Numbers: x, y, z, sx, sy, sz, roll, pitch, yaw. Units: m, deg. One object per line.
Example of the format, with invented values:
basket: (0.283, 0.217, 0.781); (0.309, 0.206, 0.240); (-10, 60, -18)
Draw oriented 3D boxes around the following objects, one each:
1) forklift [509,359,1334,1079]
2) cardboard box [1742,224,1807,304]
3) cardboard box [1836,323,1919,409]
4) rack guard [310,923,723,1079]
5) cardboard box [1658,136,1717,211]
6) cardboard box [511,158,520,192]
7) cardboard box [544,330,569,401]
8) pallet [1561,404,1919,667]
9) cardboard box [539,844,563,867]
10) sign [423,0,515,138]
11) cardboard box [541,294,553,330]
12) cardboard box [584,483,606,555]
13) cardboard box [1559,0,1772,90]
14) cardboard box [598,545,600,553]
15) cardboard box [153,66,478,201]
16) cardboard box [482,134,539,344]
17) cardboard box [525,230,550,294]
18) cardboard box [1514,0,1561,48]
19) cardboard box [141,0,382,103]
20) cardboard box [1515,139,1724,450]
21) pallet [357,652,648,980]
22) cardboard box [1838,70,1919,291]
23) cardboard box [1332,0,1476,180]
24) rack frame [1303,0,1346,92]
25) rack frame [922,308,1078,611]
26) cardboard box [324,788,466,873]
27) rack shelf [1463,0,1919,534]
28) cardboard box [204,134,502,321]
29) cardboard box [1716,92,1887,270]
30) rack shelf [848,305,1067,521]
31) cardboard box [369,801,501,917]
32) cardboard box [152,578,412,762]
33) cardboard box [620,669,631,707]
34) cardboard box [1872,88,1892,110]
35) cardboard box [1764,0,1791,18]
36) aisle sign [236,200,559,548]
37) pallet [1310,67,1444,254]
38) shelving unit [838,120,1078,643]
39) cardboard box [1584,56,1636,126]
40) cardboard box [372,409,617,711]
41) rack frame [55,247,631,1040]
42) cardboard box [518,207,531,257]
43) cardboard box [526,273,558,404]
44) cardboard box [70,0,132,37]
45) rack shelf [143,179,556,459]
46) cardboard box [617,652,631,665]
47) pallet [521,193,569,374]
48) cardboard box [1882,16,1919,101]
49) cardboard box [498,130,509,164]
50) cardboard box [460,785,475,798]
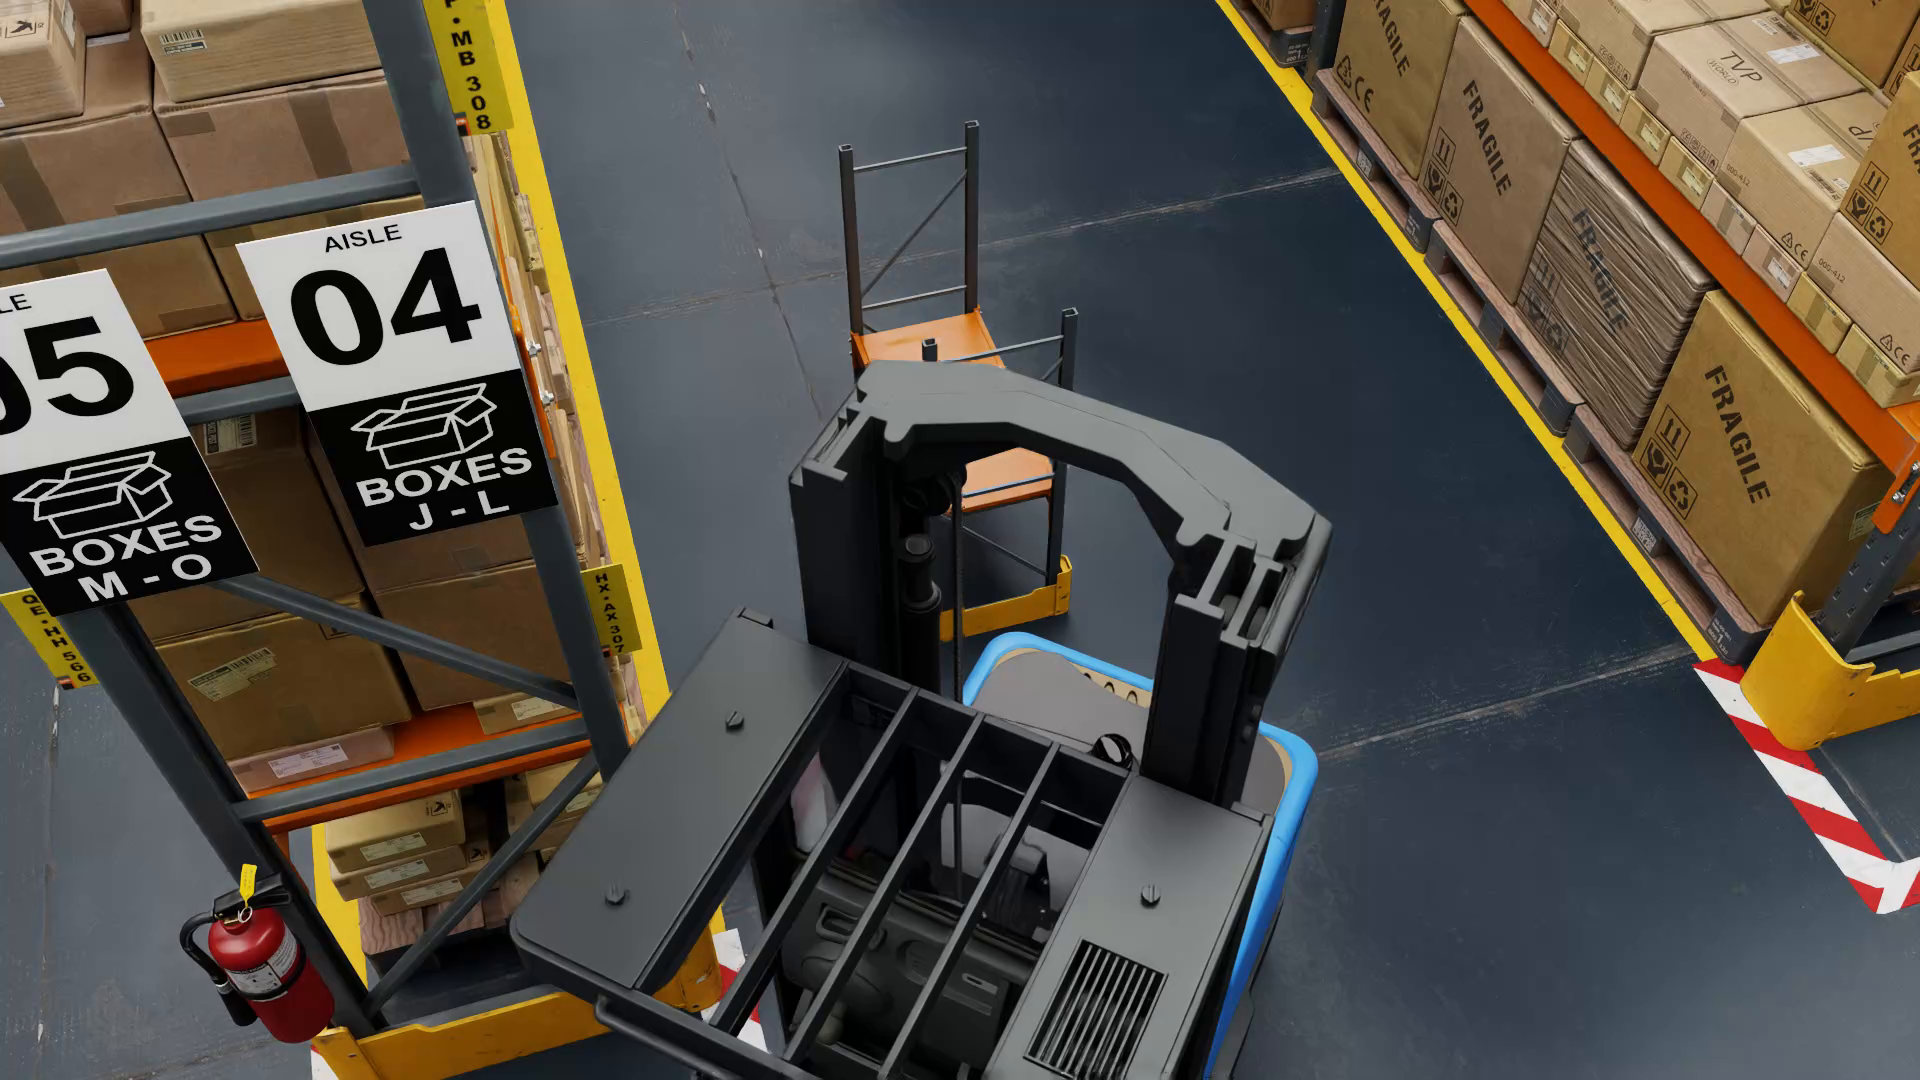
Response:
forklift: (-0.073, 1.173, 3.633); (1.130, 2.935, 3.031); (20, 53, 16)
cardboard box: (2.866, -0.957, 5.549); (0.380, 0.149, 0.250); (-13, 51, -11)
cardboard box: (3.018, -0.583, 5.234); (0.380, 0.149, 0.250); (-12, 51, -10)
rack guard: (-1.352, 1.319, 5.100); (1.175, 0.500, 0.348); (-13, 51, -11)
cardboard box: (2.715, -1.329, 5.862); (0.380, 0.149, 0.250); (-14, 51, -12)
cardboard box: (-2.116, -1.506, 7.243); (0.380, 0.149, 0.250); (-12, 51, -10)
cardboard box: (-1.703, -0.624, 6.304); (0.380, 0.149, 0.250); (-15, 51, -12)
pallet: (3.127, -0.146, 6.525); (1.003, 0.211, 1.213); (-13, 51, -11)
cardboard box: (-1.179, 0.898, 5.411); (0.380, 0.149, 0.250); (-12, 51, -10)
sign: (-0.812, -0.802, 2.720); (0.100, 0.325, 0.005); (-13, 51, -11)
cardboard box: (-1.935, -0.972, 6.987); (0.380, 0.149, 0.250); (-15, 51, -12)
cardboard box: (-1.543, -0.033, 6.195); (0.380, 0.149, 0.250); (-16, 52, -13)
cardboard box: (2.583, -1.942, 6.118); (0.500, 0.250, 0.500); (-13, 51, -11)
cardboard box: (-1.256, -0.046, 4.781); (0.380, 0.149, 0.250); (-15, 51, -12)
cardboard box: (-1.214, -0.897, 3.143); (0.500, 0.250, 0.500); (-13, 51, -10)
cardboard box: (-1.364, -0.636, 4.200); (0.500, 0.500, 0.500); (-12, 51, -10)
cardboard box: (-1.928, -1.120, 6.917); (0.380, 0.149, 0.250); (-15, 51, -12)
cardboard box: (2.409, -2.081, 6.497); (0.380, 0.149, 0.250); (-13, 51, -11)
cardboard box: (-1.208, -0.927, 2.908); (0.380, 0.149, 0.250); (-14, 51, -11)
cardboard box: (2.903, -1.043, 6.572); (0.875, 0.875, 0.875); (-13, 51, -11)
pallet: (-1.559, 0.811, 5.718); (1.003, 0.211, 1.213); (-13, 51, -11)
cardboard box: (3.043, -1.064, 4.888); (0.500, 0.500, 0.500); (-13, 51, -11)
cardboard box: (2.374, -2.350, 7.674); (0.875, 0.875, 0.875); (-13, 51, -11)
rack frame: (2.255, -3.400, 7.444); (1.000, 3.000, 0.127); (-13, 51, -11)
rack frame: (0.125, -0.174, 5.706); (0.500, 1.500, 0.032); (-13, 51, -11)
cardboard box: (-1.728, 0.832, 5.078); (0.380, 0.149, 0.250); (-13, 51, -11)
rack shelf: (2.847, -1.707, 6.488); (1.077, 0.370, 4.000); (-13, 51, -11)
cardboard box: (-1.218, -0.735, 3.334); (0.500, 0.250, 0.500); (-12, 51, -10)
cardboard box: (2.892, -1.191, 5.485); (0.500, 0.250, 0.500); (-14, 51, -12)
rack shelf: (-0.025, -0.430, 6.156); (0.538, 0.185, 1.000); (-13, 51, -11)
cardboard box: (-1.685, 1.015, 5.312); (0.380, 0.149, 0.250); (-13, 51, -10)
cardboard box: (-1.709, 0.171, 4.174); (0.500, 0.500, 0.500); (-12, 51, -10)
cardboard box: (-1.267, 0.603, 5.465); (0.380, 0.149, 0.250); (-14, 51, -11)
cardboard box: (3.394, -1.316, 5.591); (0.500, 0.250, 0.500); (-14, 51, -11)
cardboard box: (3.090, -2.063, 6.221); (0.500, 0.250, 0.500); (-14, 51, -12)
aisle sign: (-1.022, -0.283, 3.116); (0.394, 0.787, 0.004); (-13, 51, -11)
pallet: (2.405, -1.928, 8.027); (1.003, 0.211, 1.213); (-13, 51, -11)
shelving unit: (-0.023, -0.539, 6.013); (0.587, 1.500, 1.083); (-13, 51, -11)
cardboard box: (2.566, -1.700, 6.175); (0.380, 0.149, 0.250); (-12, 51, -10)
cardboard box: (-1.199, 0.051, 4.275); (0.500, 0.500, 0.500); (-11, 51, -9)
rack frame: (-1.330, 0.569, 4.098); (1.000, 3.000, 0.127); (-13, 51, -11)
cardboard box: (-1.965, -1.202, 6.792); (0.380, 0.149, 0.250); (-14, 51, -11)
cardboard box: (-1.514, -0.695, 4.904); (0.500, 0.500, 0.500); (-13, 51, -10)
cardboard box: (-1.709, -1.013, 2.980); (0.380, 0.149, 0.250); (-13, 51, -10)
rack shelf: (-1.921, -1.626, 4.458); (1.077, 0.370, 4.000); (-13, 51, -11)
cardboard box: (-1.309, 0.314, 5.514); (0.380, 0.149, 0.250); (-13, 51, -11)
pallet: (-2.280, -0.971, 7.220); (1.003, 0.211, 1.213); (-13, 51, -11)
cardboard box: (3.406, -1.545, 5.293); (0.500, 0.500, 0.500); (-14, 51, -12)
cardboard box: (-1.651, -1.393, 4.838); (0.500, 0.500, 0.500); (-15, 51, -12)
cardboard box: (-1.784, 0.733, 5.355); (0.380, 0.149, 0.250); (-14, 51, -12)
